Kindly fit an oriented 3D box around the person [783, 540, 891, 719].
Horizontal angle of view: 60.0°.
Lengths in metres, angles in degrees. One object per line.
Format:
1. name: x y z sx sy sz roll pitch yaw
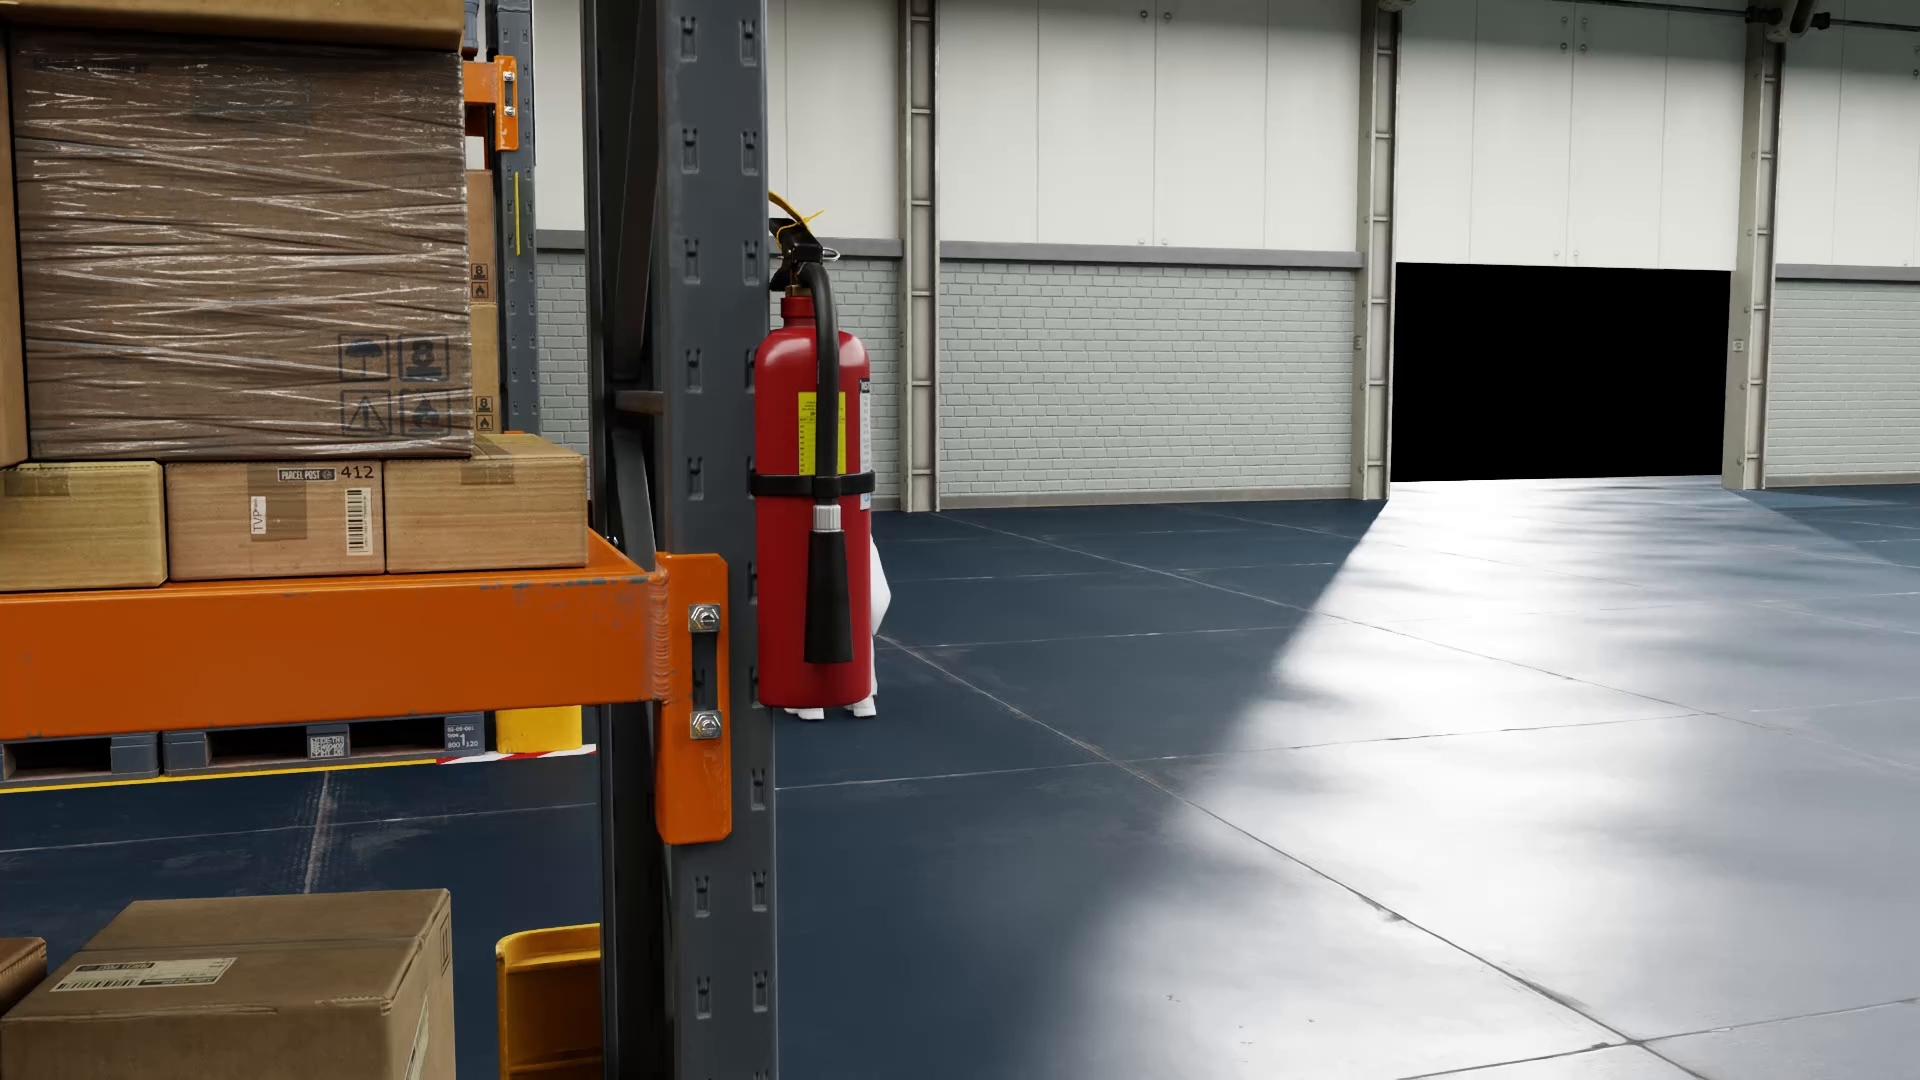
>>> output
1. person: -0.651 0.269 7.731 0.613 1.054 0.879 -2 6 -19
